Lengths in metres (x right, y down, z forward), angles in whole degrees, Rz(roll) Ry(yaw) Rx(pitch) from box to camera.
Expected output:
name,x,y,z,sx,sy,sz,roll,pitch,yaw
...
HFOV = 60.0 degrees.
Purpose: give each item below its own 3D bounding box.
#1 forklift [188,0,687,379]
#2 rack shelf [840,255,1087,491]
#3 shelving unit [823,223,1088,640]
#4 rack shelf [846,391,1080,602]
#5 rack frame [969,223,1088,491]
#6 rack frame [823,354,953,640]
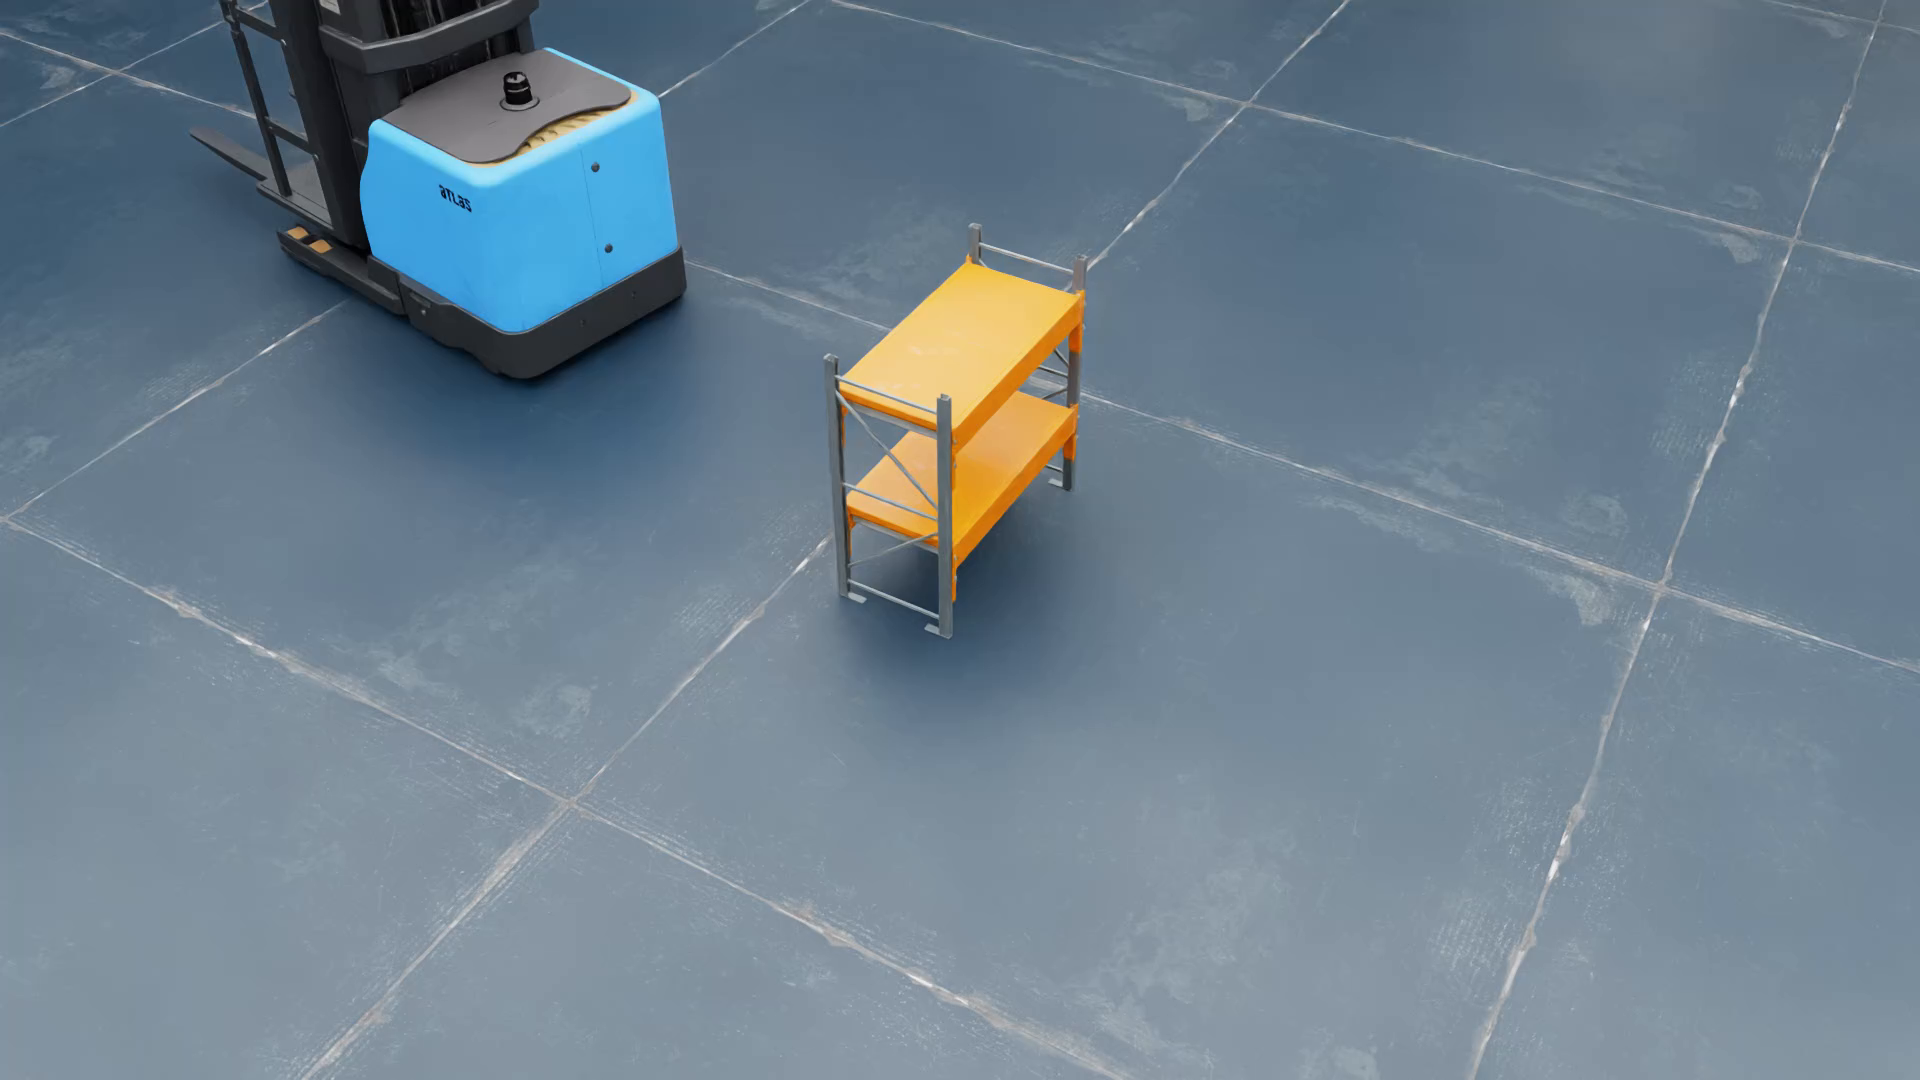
name,x,y,z,sx,sy,sz,roll,pitch,yaw
forklift,-2.768,-2.653,7.544,3.031,2.935,1.130,29,49,29
rack shelf,0.003,-0.646,6.189,0.538,0.278,1.000,21,45,22
shelving unit,0.003,-0.426,6.383,0.538,1.125,1.048,21,45,22
rack shelf,0.003,-0.243,6.544,0.538,0.278,1.000,21,45,22
rack frame,0.258,-0.717,6.713,0.500,1.125,0.032,21,45,22
rack frame,-0.251,-0.135,6.052,0.500,1.125,0.032,21,45,22
